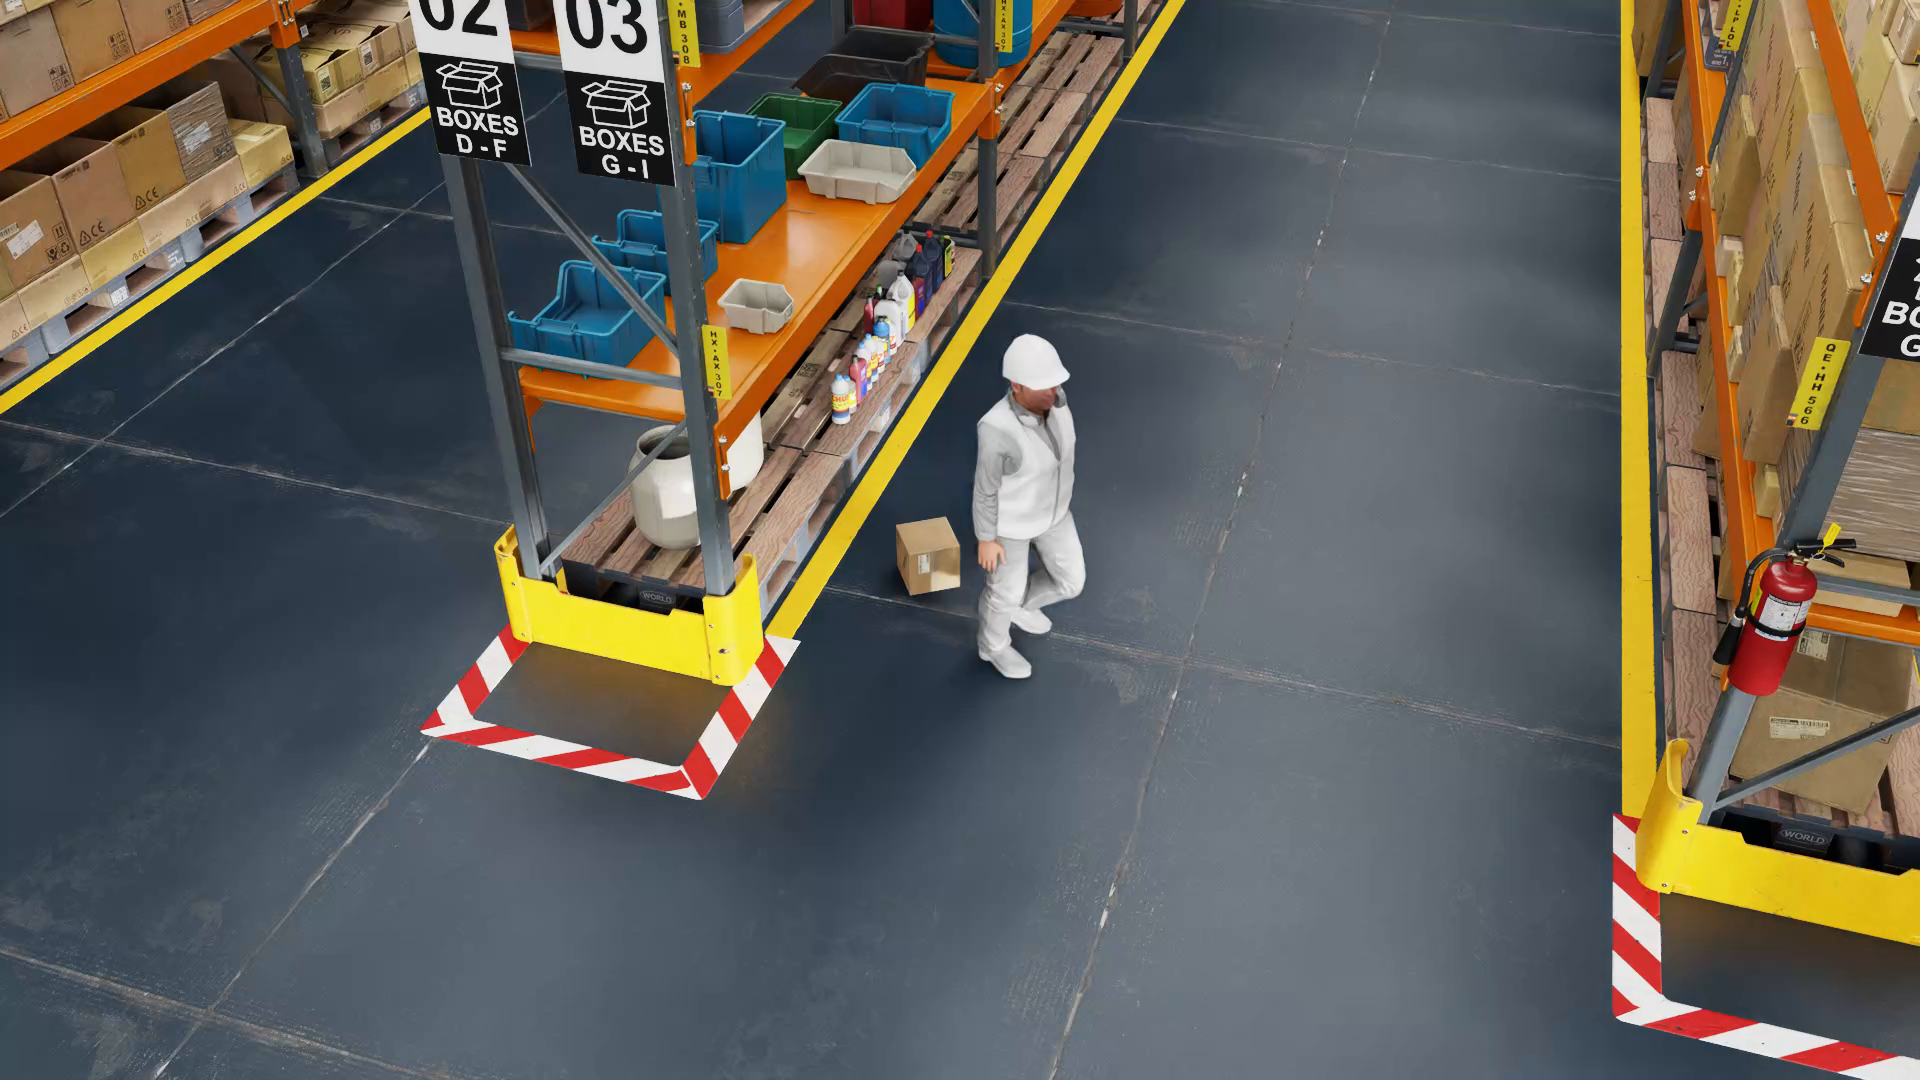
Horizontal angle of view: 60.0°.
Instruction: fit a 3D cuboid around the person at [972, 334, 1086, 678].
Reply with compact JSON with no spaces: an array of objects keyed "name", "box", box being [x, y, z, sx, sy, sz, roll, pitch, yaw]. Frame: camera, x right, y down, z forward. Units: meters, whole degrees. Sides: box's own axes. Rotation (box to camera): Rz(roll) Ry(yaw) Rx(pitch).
[{"name":"person","box":[0.254,-0.118,7.002,0.483,1.759,0.568,29,45,33]}]
